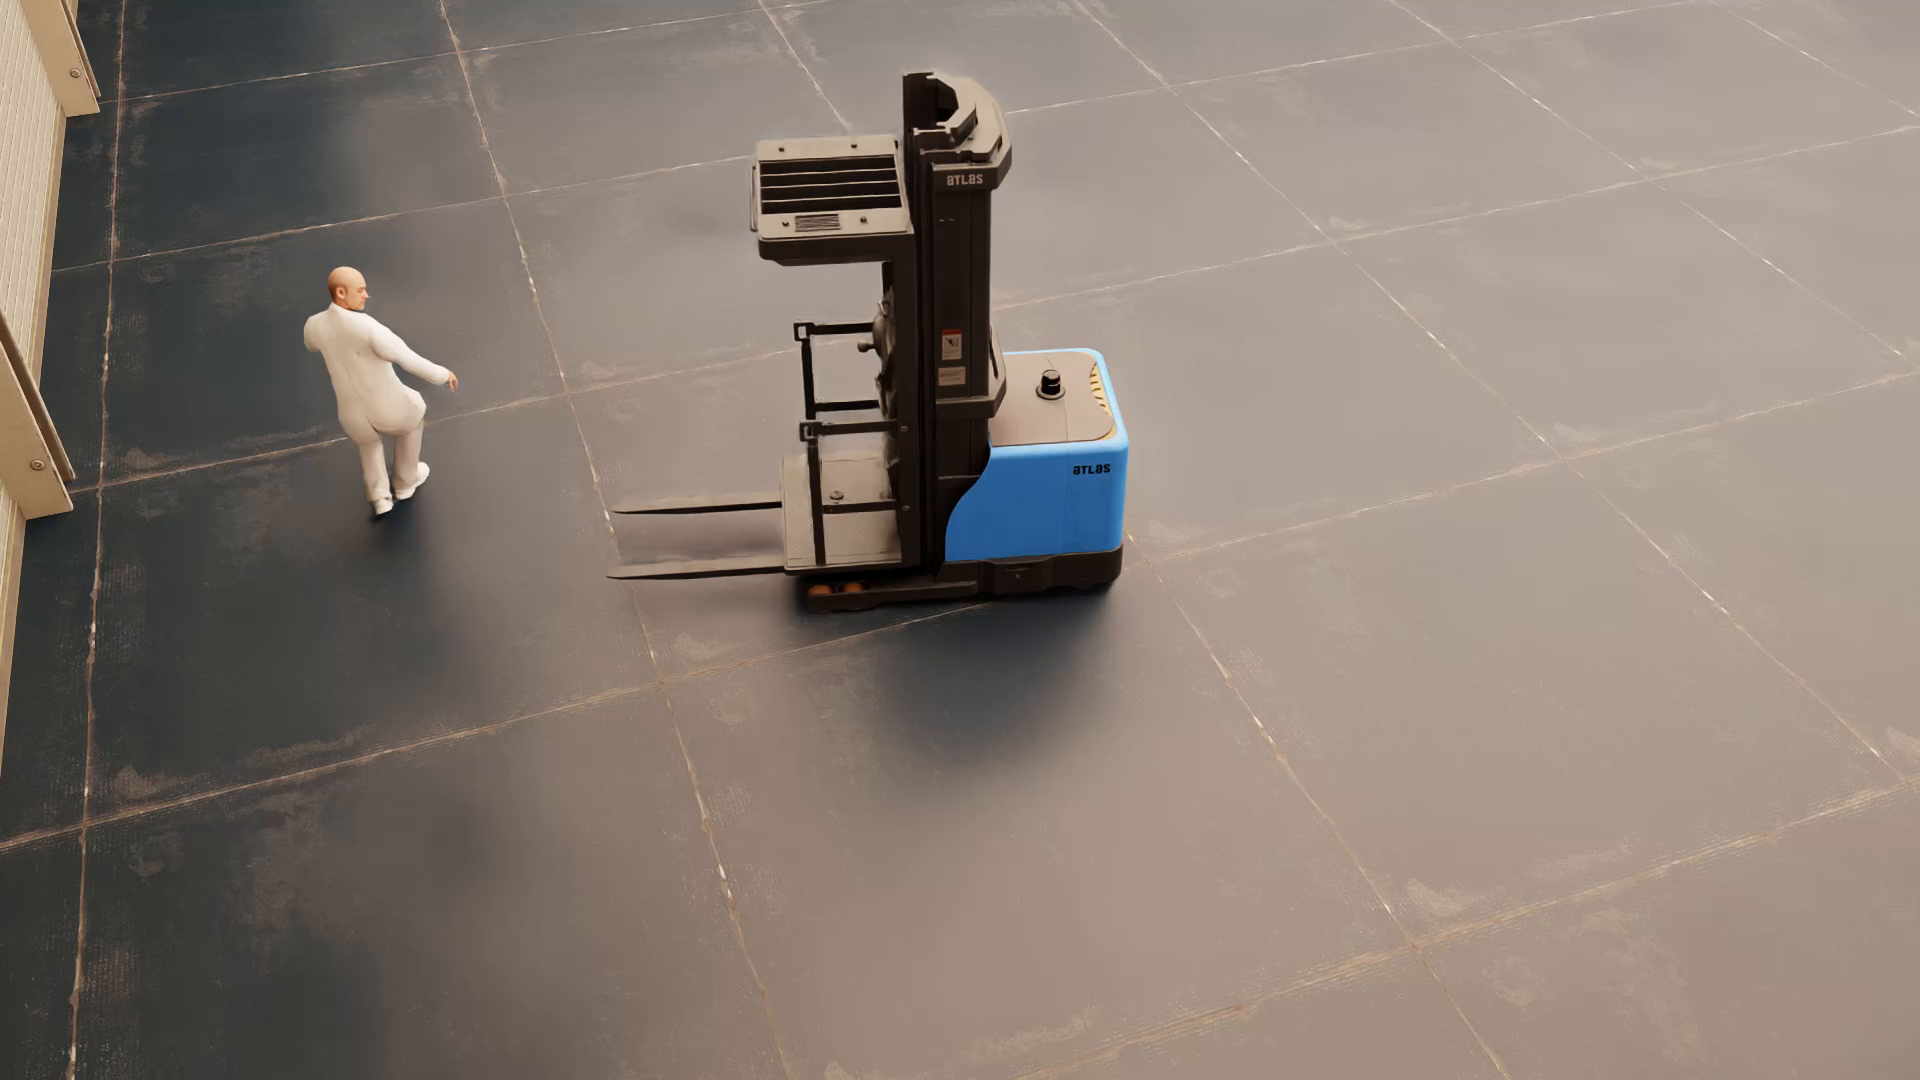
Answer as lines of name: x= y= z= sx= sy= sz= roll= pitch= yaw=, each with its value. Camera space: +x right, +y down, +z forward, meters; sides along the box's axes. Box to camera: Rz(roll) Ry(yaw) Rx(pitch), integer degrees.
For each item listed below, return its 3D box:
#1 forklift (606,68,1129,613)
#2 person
forklift: x=-0.591 y=-1.054 z=9.252 sx=3.031 sy=2.935 sz=1.130 roll=-4 pitch=40 yaw=-5
person: x=-3.497 y=-0.944 z=10.112 sx=0.897 sy=1.660 sz=0.859 roll=3 pitch=40 yaw=3
